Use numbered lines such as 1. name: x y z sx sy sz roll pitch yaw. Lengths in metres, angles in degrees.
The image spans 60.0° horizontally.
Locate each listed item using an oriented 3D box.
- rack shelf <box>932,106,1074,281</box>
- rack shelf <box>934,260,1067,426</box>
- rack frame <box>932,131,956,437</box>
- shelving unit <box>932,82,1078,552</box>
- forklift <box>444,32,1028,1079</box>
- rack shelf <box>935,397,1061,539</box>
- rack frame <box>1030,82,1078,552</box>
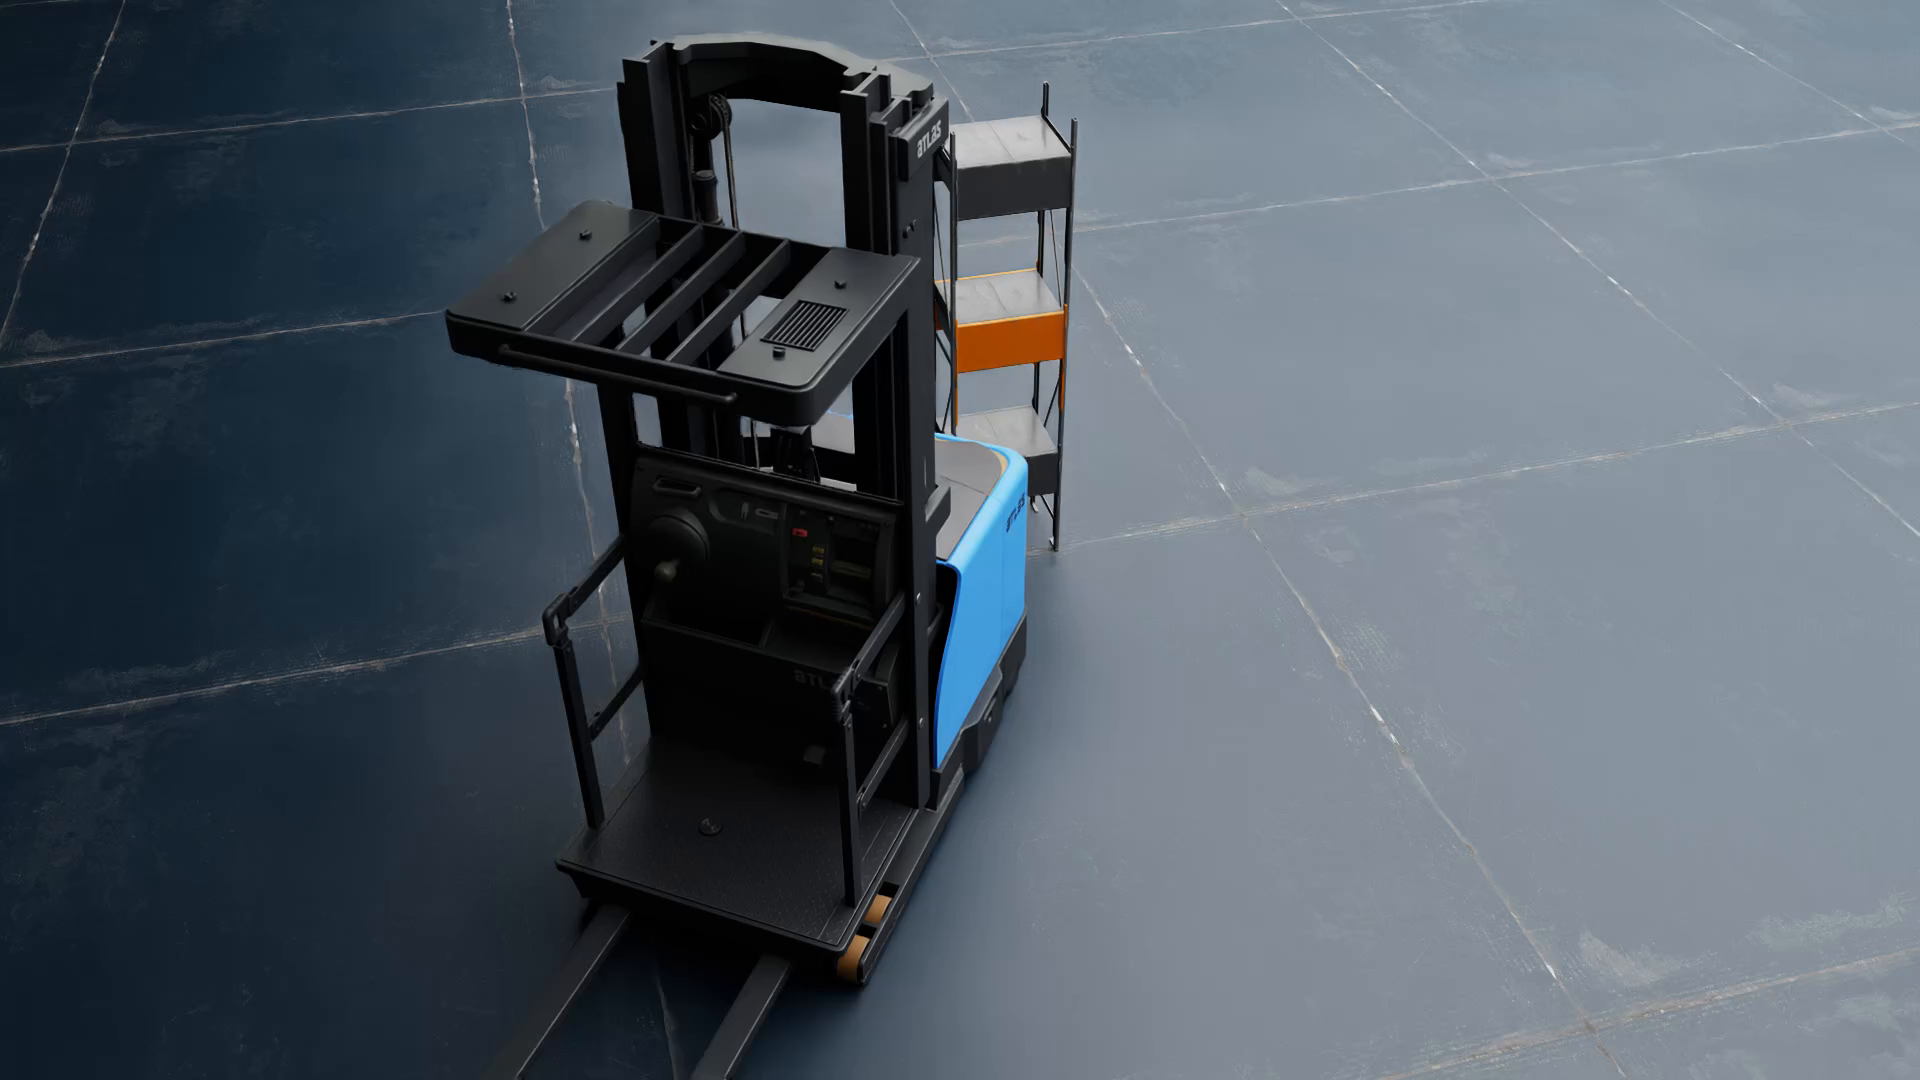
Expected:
1. rack shelf: 0.160 -1.405 6.729 0.480 0.518 0.431 -9 38 -12
2. rack shelf: 0.160 -0.849 7.155 0.480 0.518 0.431 -9 38 -12
3. rack frame: -0.076 -0.822 7.096 0.015 2.100 0.400 -9 38 -12
4. shelving unit: 0.160 -0.860 7.146 0.503 2.100 0.431 -9 38 -12
5. forklift: -0.723 0.075 5.239 1.130 2.935 3.031 13 39 17
6. rack shelf: 0.160 -0.293 7.580 0.480 0.518 0.431 -9 38 -12
7. rack frame: 0.395 -0.899 7.197 0.015 2.100 0.400 -9 38 -12
